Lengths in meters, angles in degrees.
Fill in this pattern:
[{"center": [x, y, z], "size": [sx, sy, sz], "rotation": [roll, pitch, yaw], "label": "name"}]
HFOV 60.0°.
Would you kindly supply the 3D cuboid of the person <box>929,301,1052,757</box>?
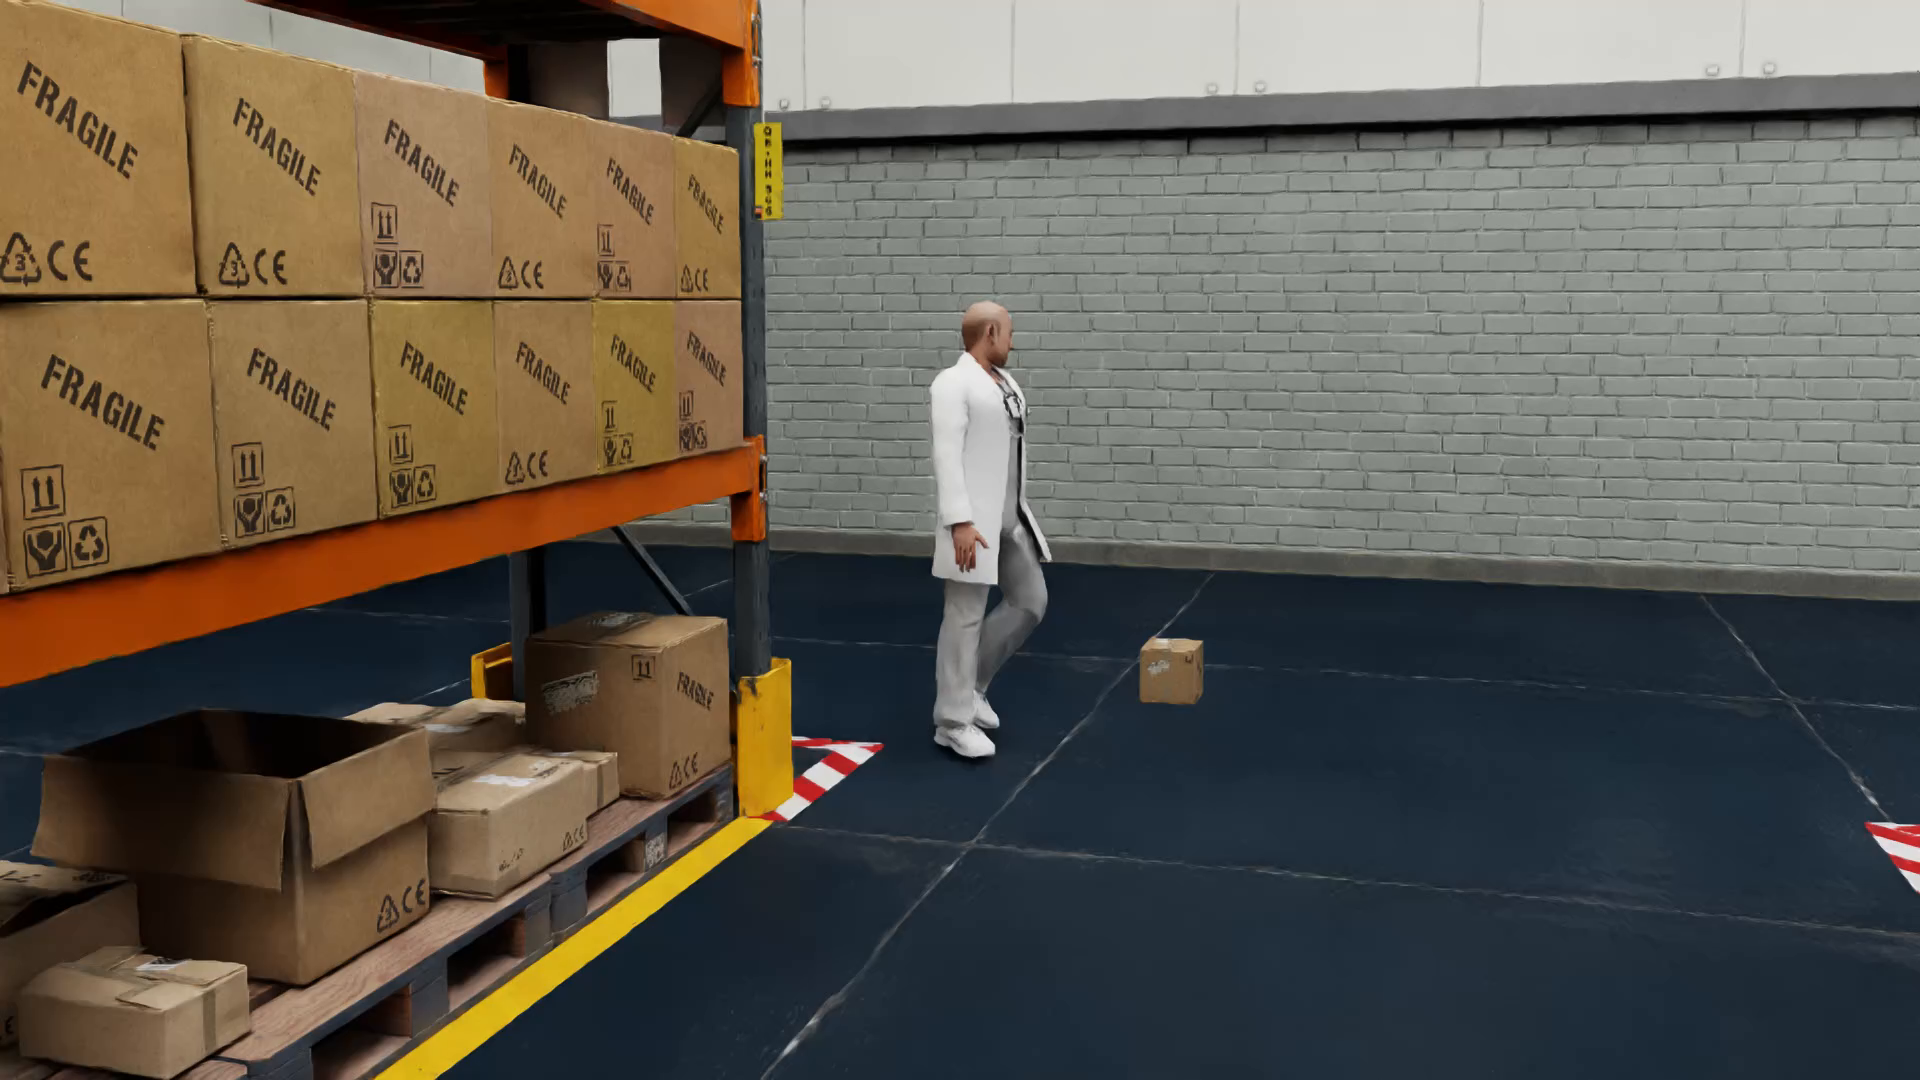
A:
[{"center": [0.045, -0.067, 6.716], "size": [0.533, 1.779, 0.669], "rotation": [5, 10, 34], "label": "person"}]
